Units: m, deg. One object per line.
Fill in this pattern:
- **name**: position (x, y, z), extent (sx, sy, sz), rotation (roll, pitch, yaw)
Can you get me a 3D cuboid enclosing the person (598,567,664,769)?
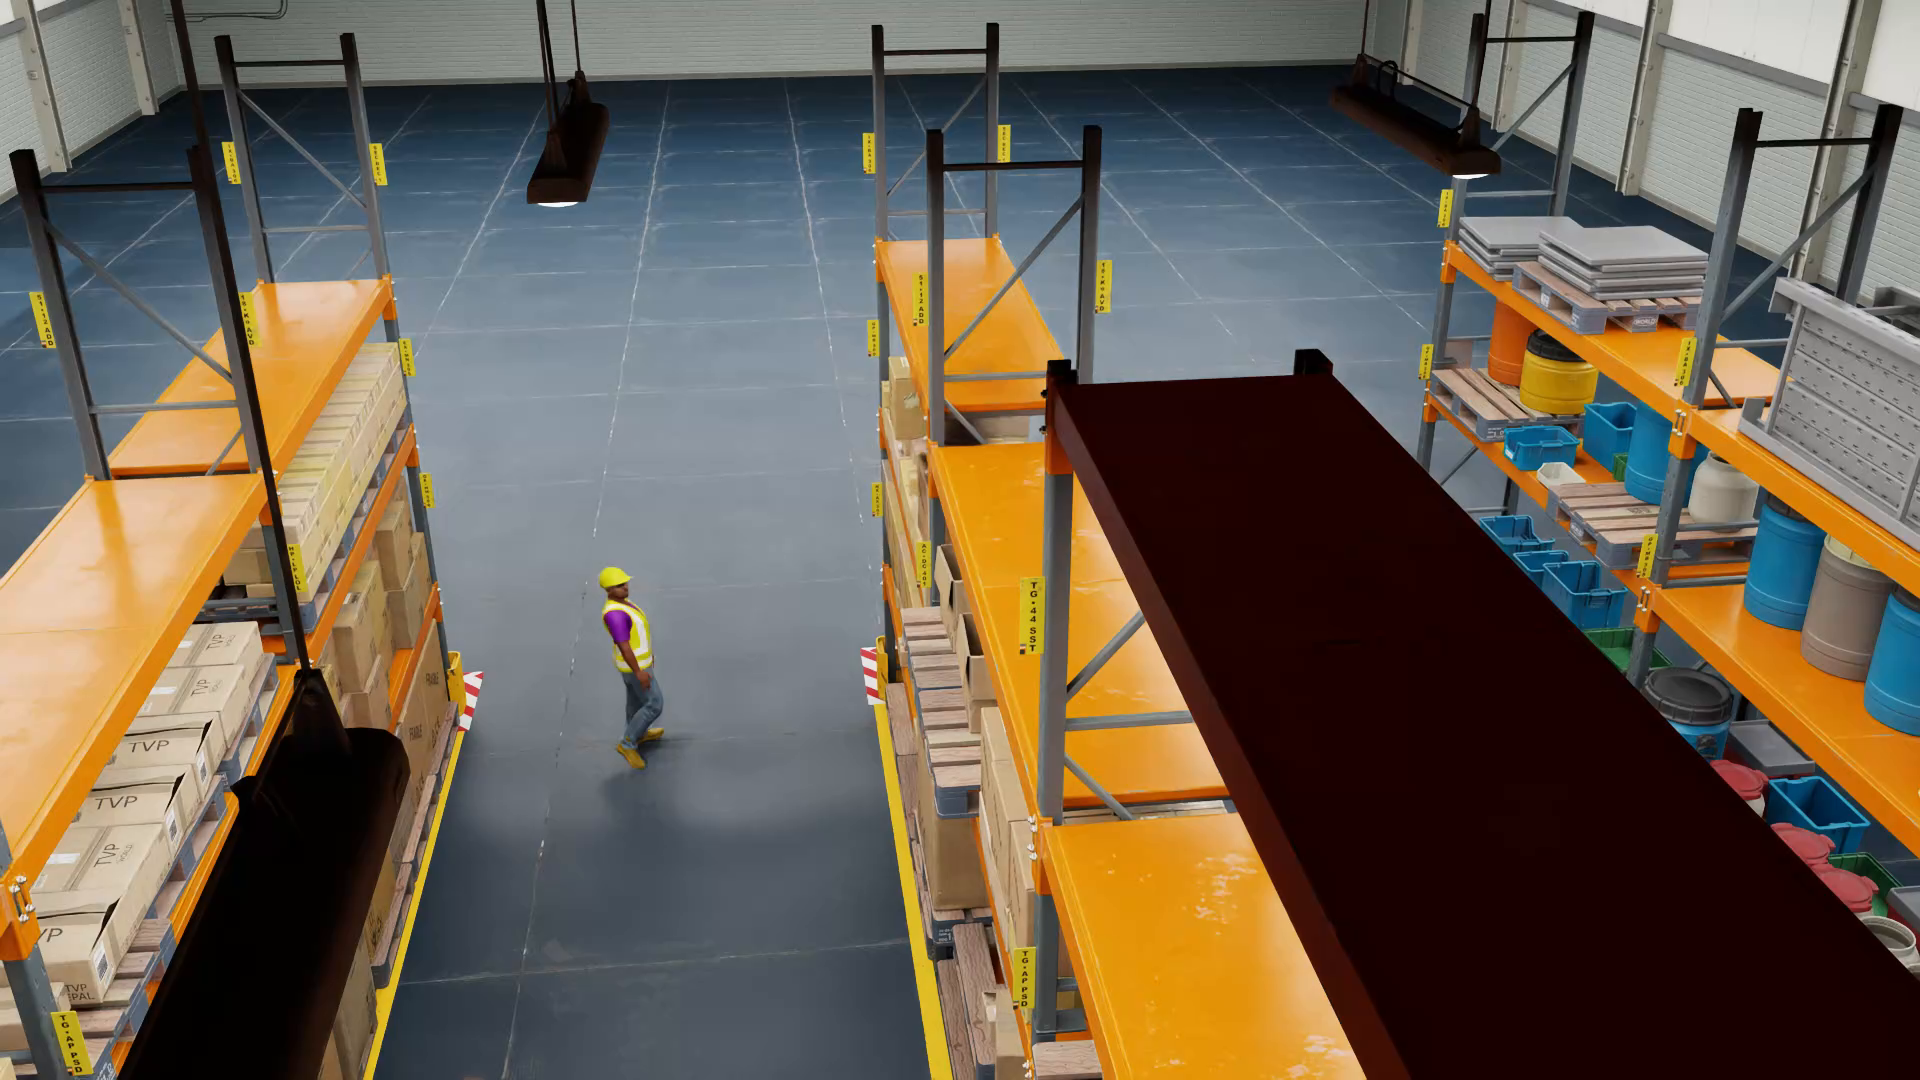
- **person**: position (-2.791, 1.062, 14.227), extent (0.472, 1.751, 0.694), rotation (-9, 27, -18)
